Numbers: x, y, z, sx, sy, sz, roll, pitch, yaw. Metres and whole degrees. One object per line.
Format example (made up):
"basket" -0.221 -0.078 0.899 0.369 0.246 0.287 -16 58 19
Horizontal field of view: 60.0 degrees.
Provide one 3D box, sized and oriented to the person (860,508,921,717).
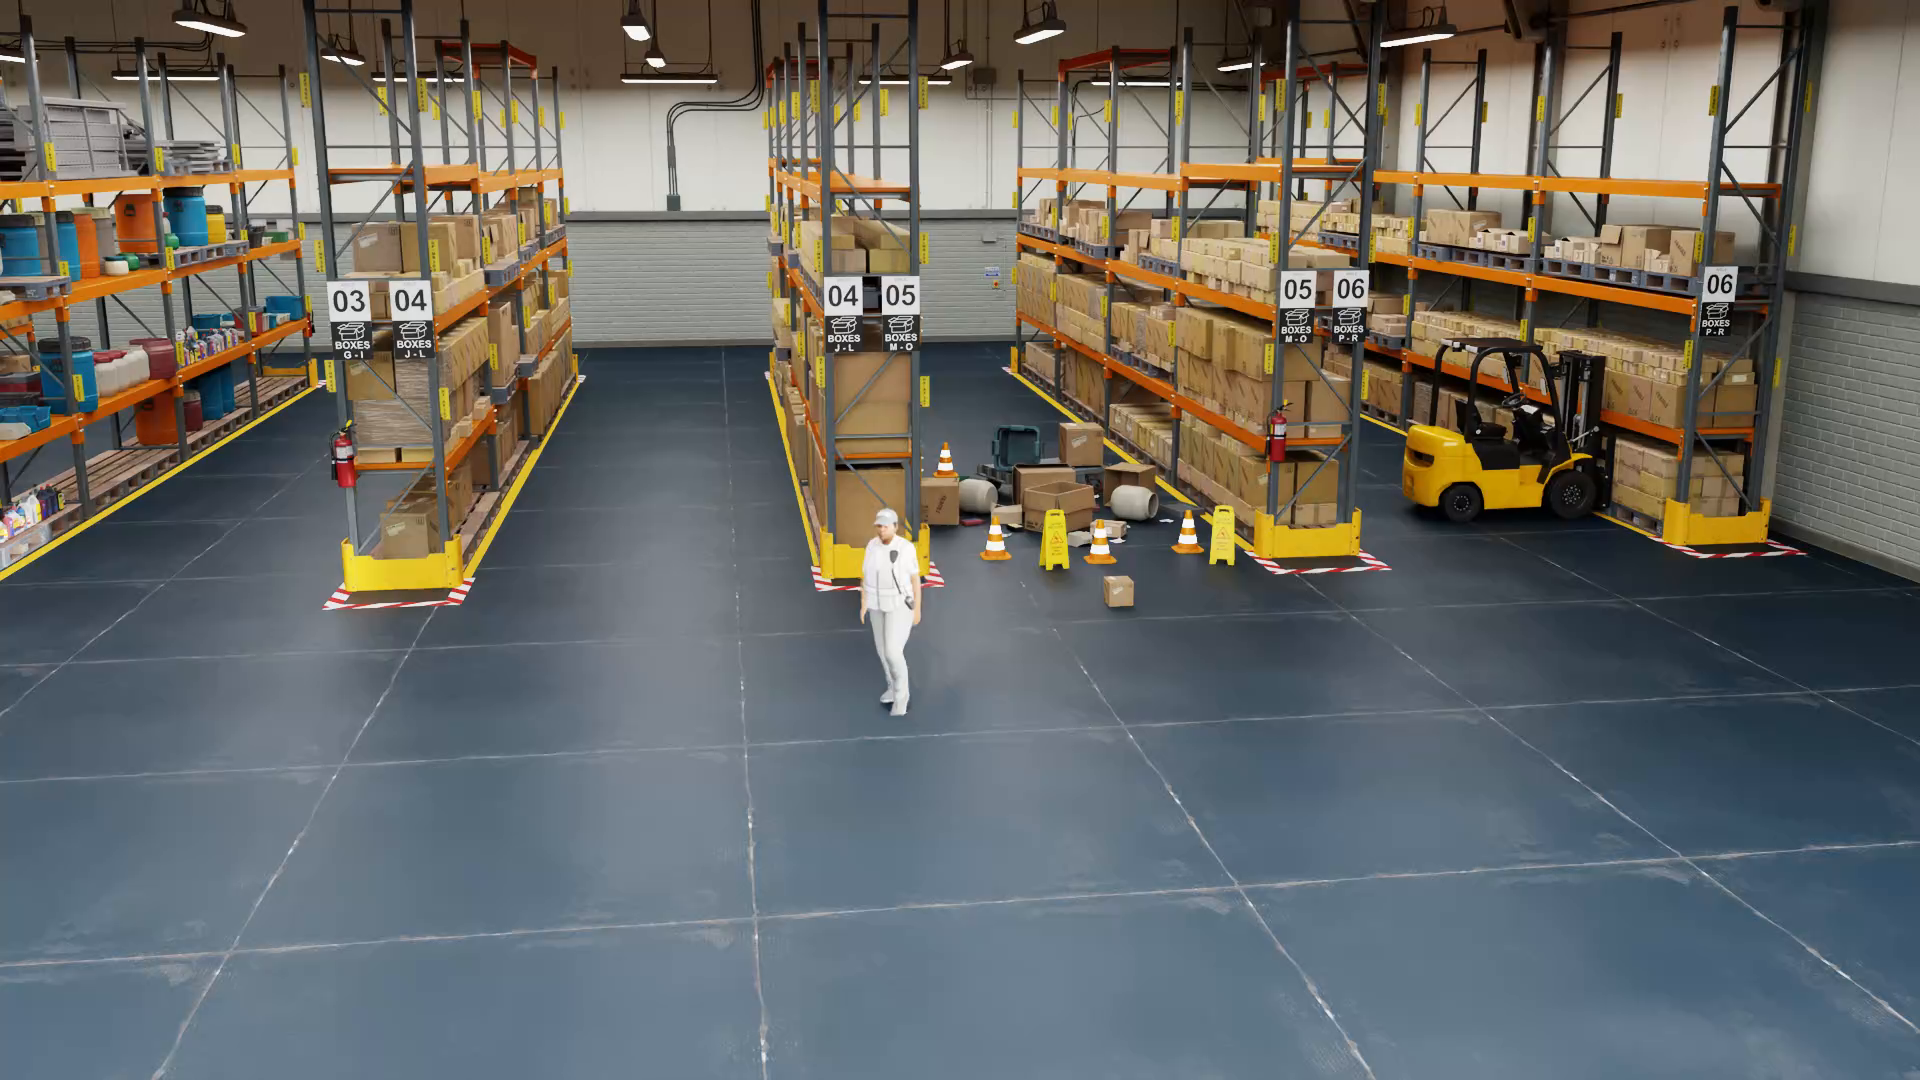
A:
"person" -0.574 0.593 13.553 0.479 1.731 0.547 8 15 30
